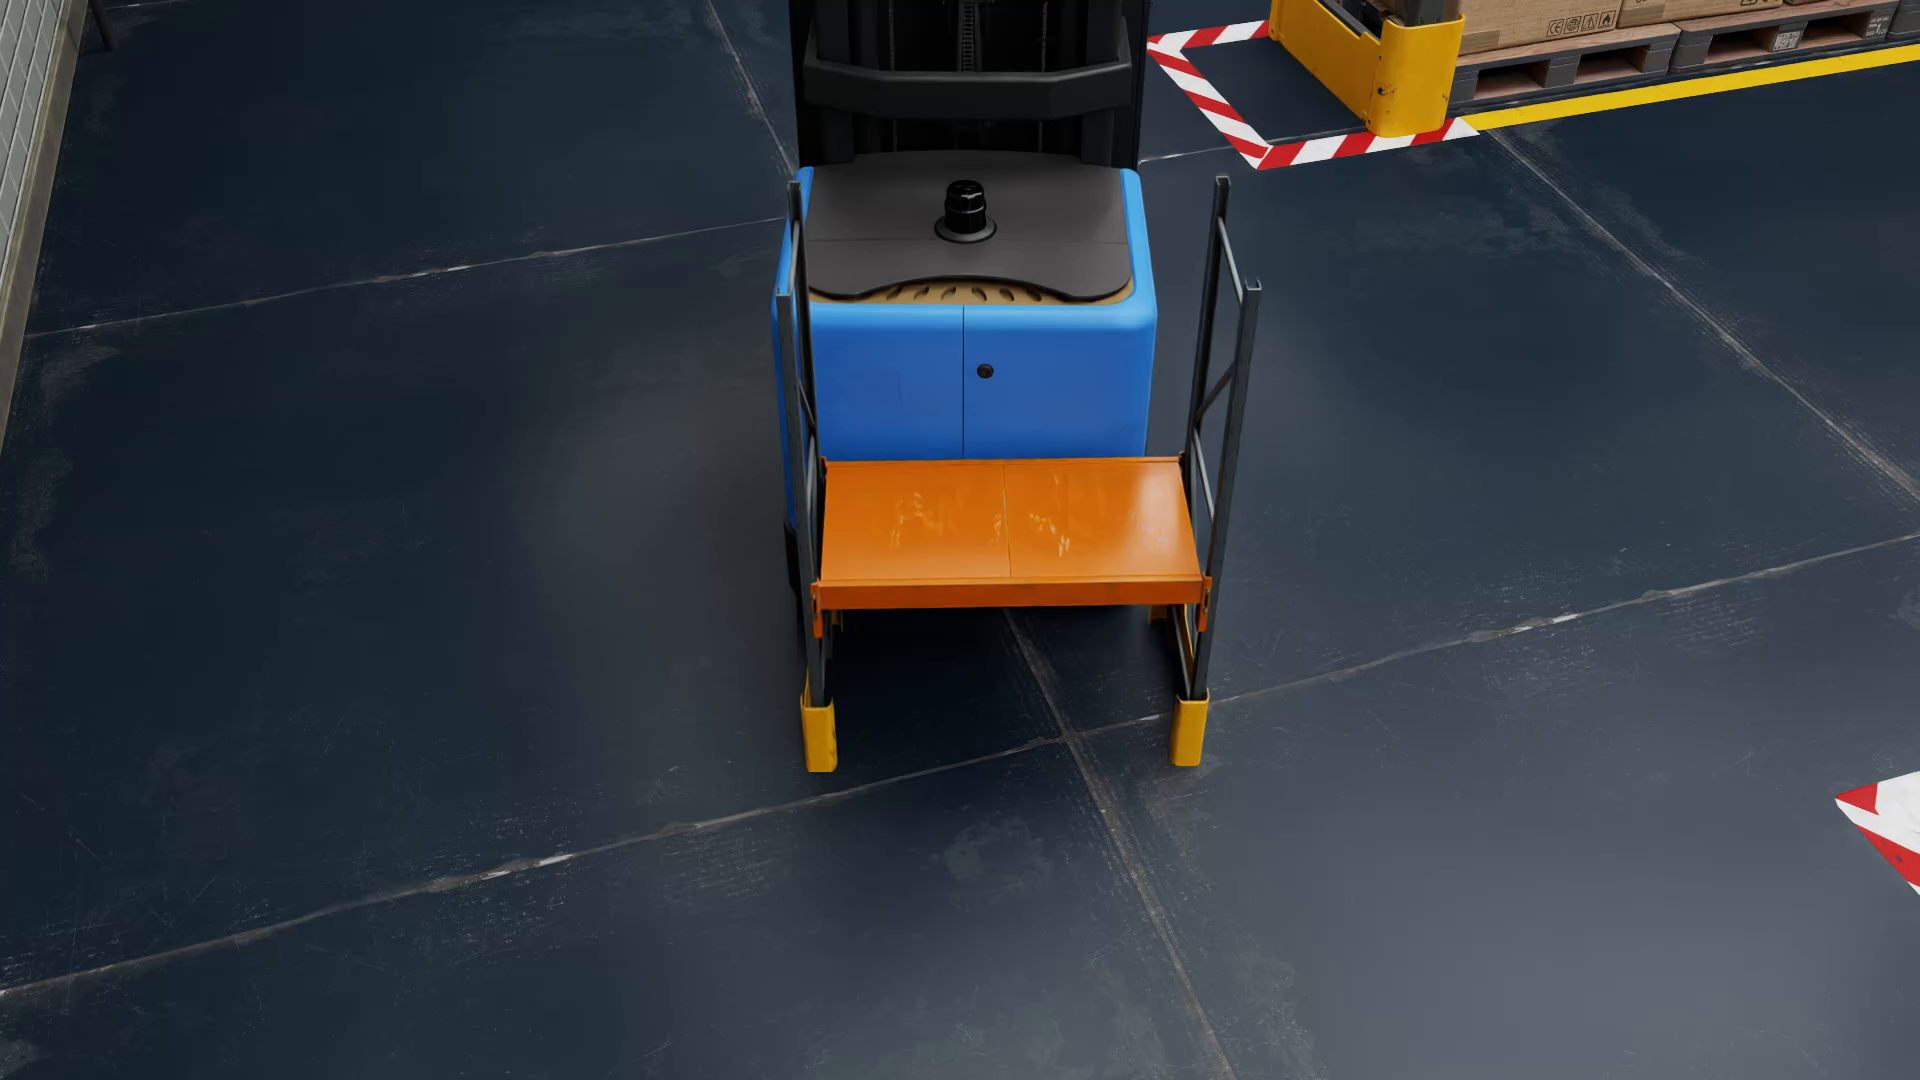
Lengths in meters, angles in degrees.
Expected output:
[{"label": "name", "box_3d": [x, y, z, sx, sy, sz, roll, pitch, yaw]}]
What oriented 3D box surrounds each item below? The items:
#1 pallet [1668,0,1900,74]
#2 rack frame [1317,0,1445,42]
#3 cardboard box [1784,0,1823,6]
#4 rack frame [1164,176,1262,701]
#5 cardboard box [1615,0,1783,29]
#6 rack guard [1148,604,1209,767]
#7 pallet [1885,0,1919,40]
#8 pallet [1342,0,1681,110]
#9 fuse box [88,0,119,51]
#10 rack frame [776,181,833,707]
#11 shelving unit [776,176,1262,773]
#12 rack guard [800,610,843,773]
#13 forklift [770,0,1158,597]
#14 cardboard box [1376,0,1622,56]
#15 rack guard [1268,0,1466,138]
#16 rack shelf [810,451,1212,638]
[{"label": "pallet", "box_3d": [3.737, -2.674, 8.150, 1.213, 0.211, 1.003, -12, 42, -13]}, {"label": "rack frame", "box_3d": [1.837, -3.278, 6.723, 0.127, 3.000, 1.000, -12, 42, -13]}, {"label": "cardboard box", "box_3d": [4.167, -3.028, 8.064, 0.875, 0.438, 0.875, -13, 43, -14]}, {"label": "rack frame", "box_3d": [0.630, -0.139, 4.269, 0.032, 1.500, 0.500, -1, 41, -1]}, {"label": "cardboard box", "box_3d": [3.306, -2.851, 7.862, 0.875, 0.438, 0.875, -11, 42, -12]}, {"label": "rack guard", "box_3d": [0.611, 0.332, 4.680, 0.087, 0.250, 0.587, -1, 41, -1]}, {"label": "pallet", "box_3d": [4.903, -2.918, 8.429, 1.213, 0.211, 1.003, -12, 42, -13]}, {"label": "pallet", "box_3d": [2.576, -2.435, 7.877, 1.213, 0.211, 1.003, -12, 42, -13]}, {"label": "fuse box", "box_3d": [-4.027, -3.011, 7.396, 0.414, 1.711, 0.539, -12, 42, -13]}, {"label": "rack frame", "box_3d": [-0.386, -0.124, 4.251, 0.032, 1.500, 0.500, -1, 41, -1]}, {"label": "shelving unit", "box_3d": [0.113, -0.131, 4.260, 1.083, 1.500, 0.587, -1, 41, -1]}, {"label": "rack guard", "box_3d": [-0.385, 0.347, 4.663, 0.087, 0.250, 0.587, -1, 41, -1]}, {"label": "forklift", "box_3d": [0.031, -1.858, 5.149, 1.130, 2.935, 3.031, 1, 41, 1]}, {"label": "cardboard box", "box_3d": [2.436, -2.665, 7.649, 0.875, 0.438, 0.875, -13, 43, -15]}, {"label": "rack guard", "box_3d": [1.814, -2.332, 7.540, 0.348, 0.500, 1.175, -12, 42, -13]}, {"label": "rack shelf", "box_3d": [0.122, 0.004, 4.379, 1.000, 0.185, 0.538, -1, 41, -1]}]
